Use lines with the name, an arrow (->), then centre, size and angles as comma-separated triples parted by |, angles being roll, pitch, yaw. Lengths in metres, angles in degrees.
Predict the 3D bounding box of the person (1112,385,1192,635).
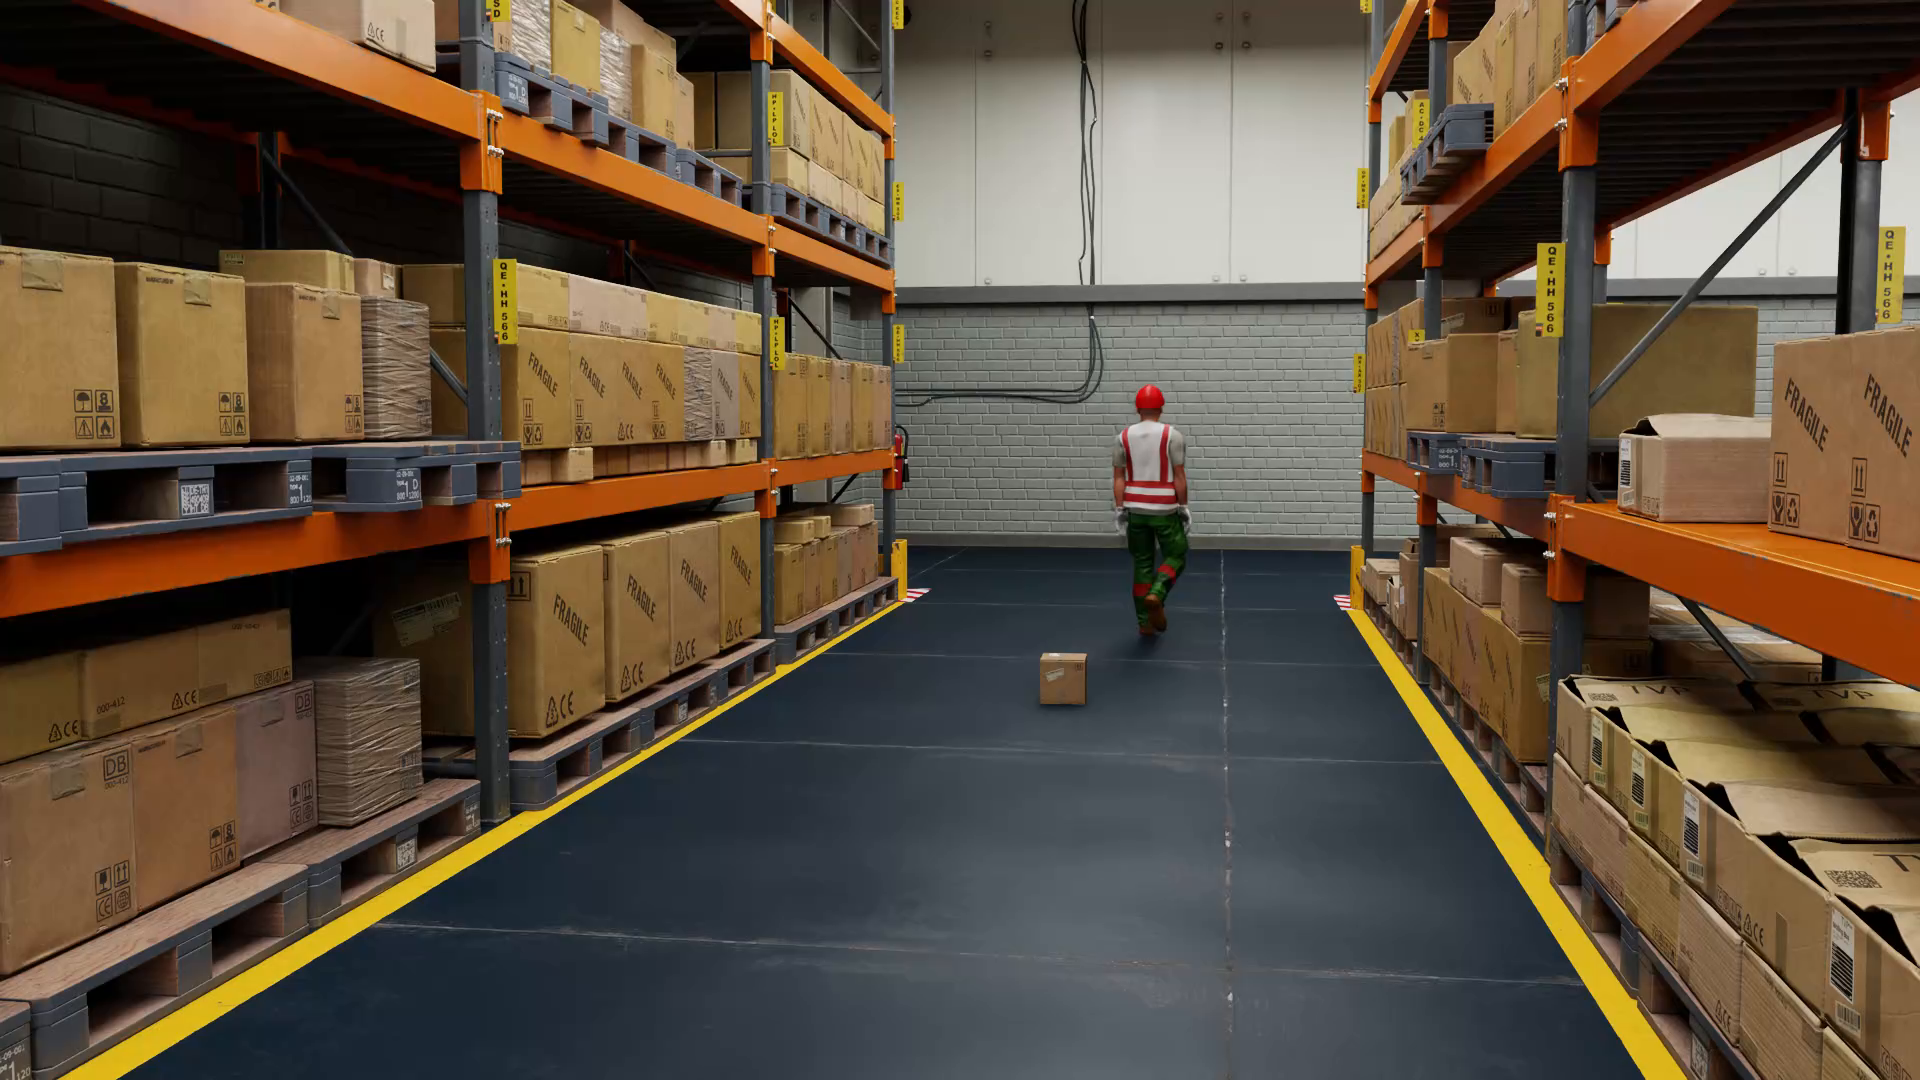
person -> 1.356, -0.207, 11.756 | 0.560, 1.777, 0.626 | 2, 5, 23
